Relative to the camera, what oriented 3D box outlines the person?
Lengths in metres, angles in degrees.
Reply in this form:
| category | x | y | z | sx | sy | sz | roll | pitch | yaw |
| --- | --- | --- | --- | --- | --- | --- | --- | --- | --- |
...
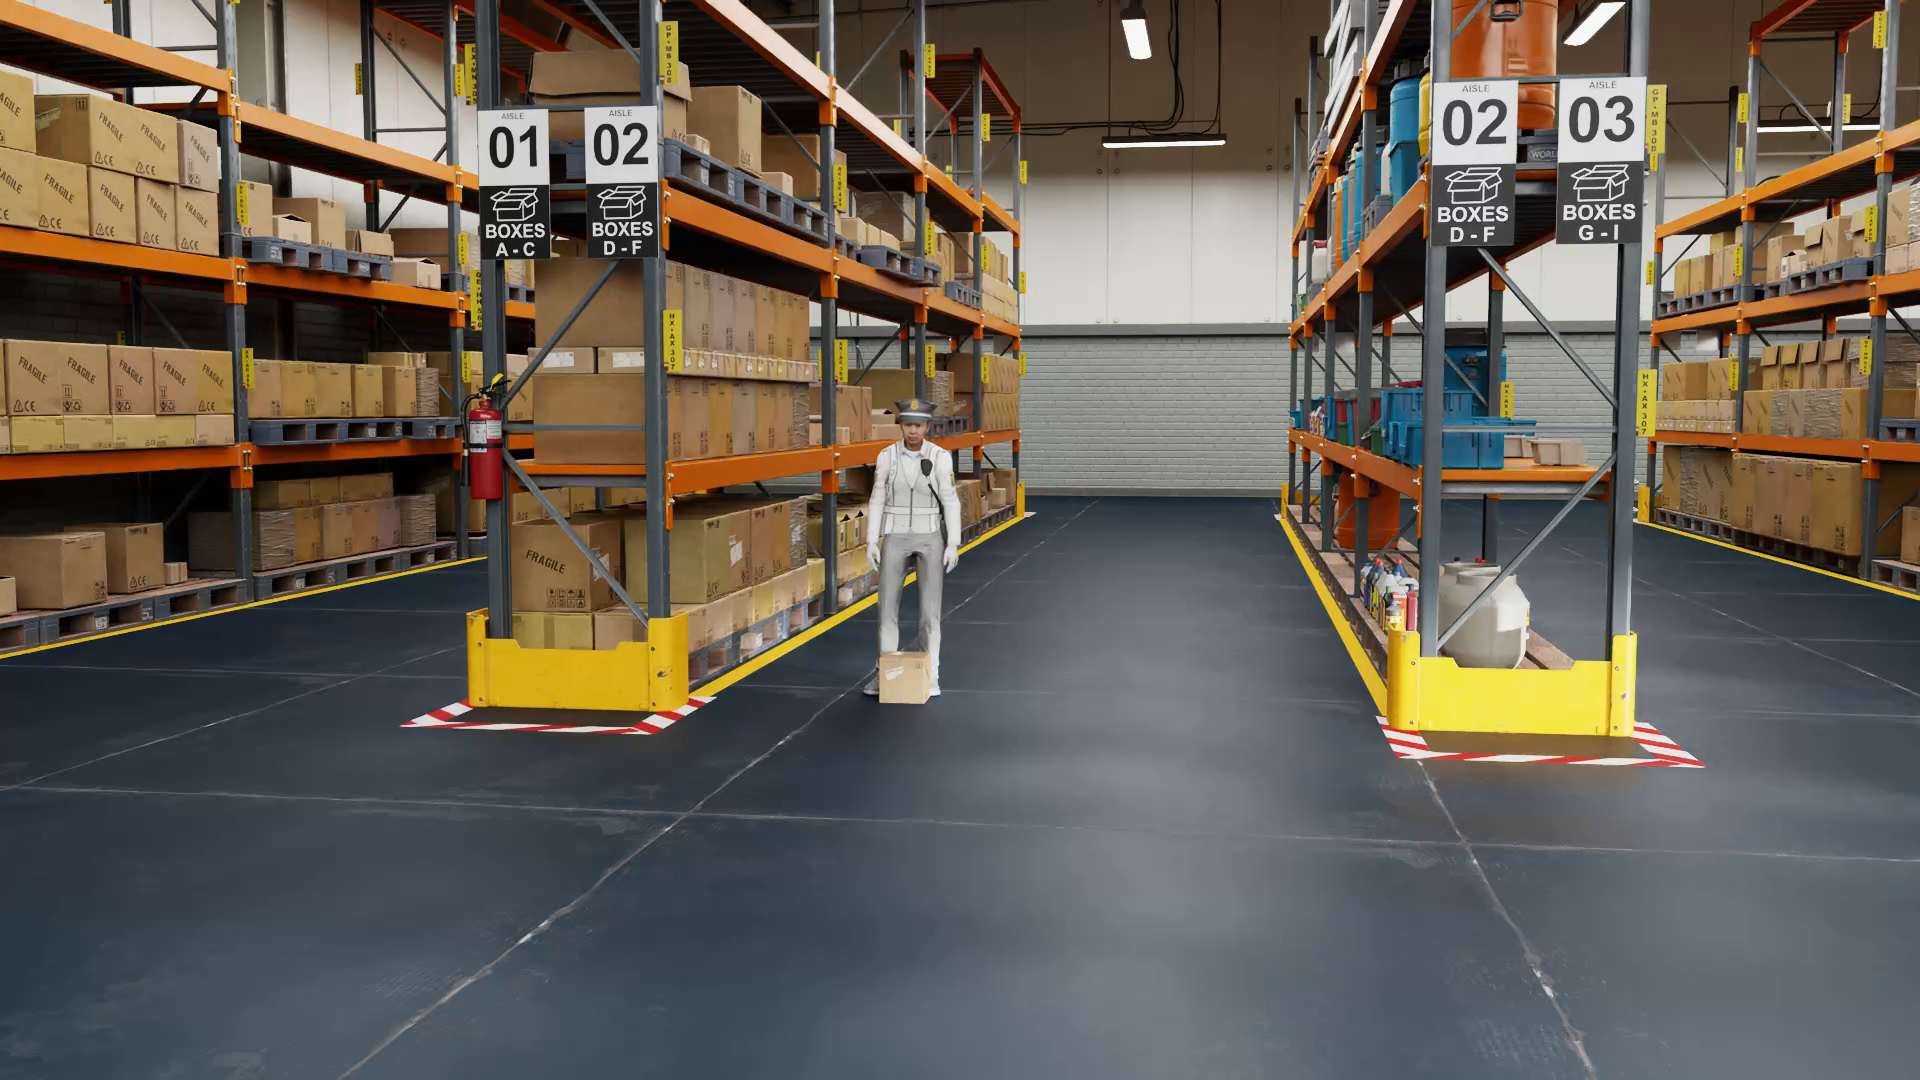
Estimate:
| category | x | y | z | sx | sy | sz | roll | pitch | yaw |
| --- | --- | --- | --- | --- | --- | --- | --- | --- | --- |
| person | -0.266 | 0.037 | 9.400 | 0.547 | 1.667 | 0.370 | 0 | 5 | 6 |
